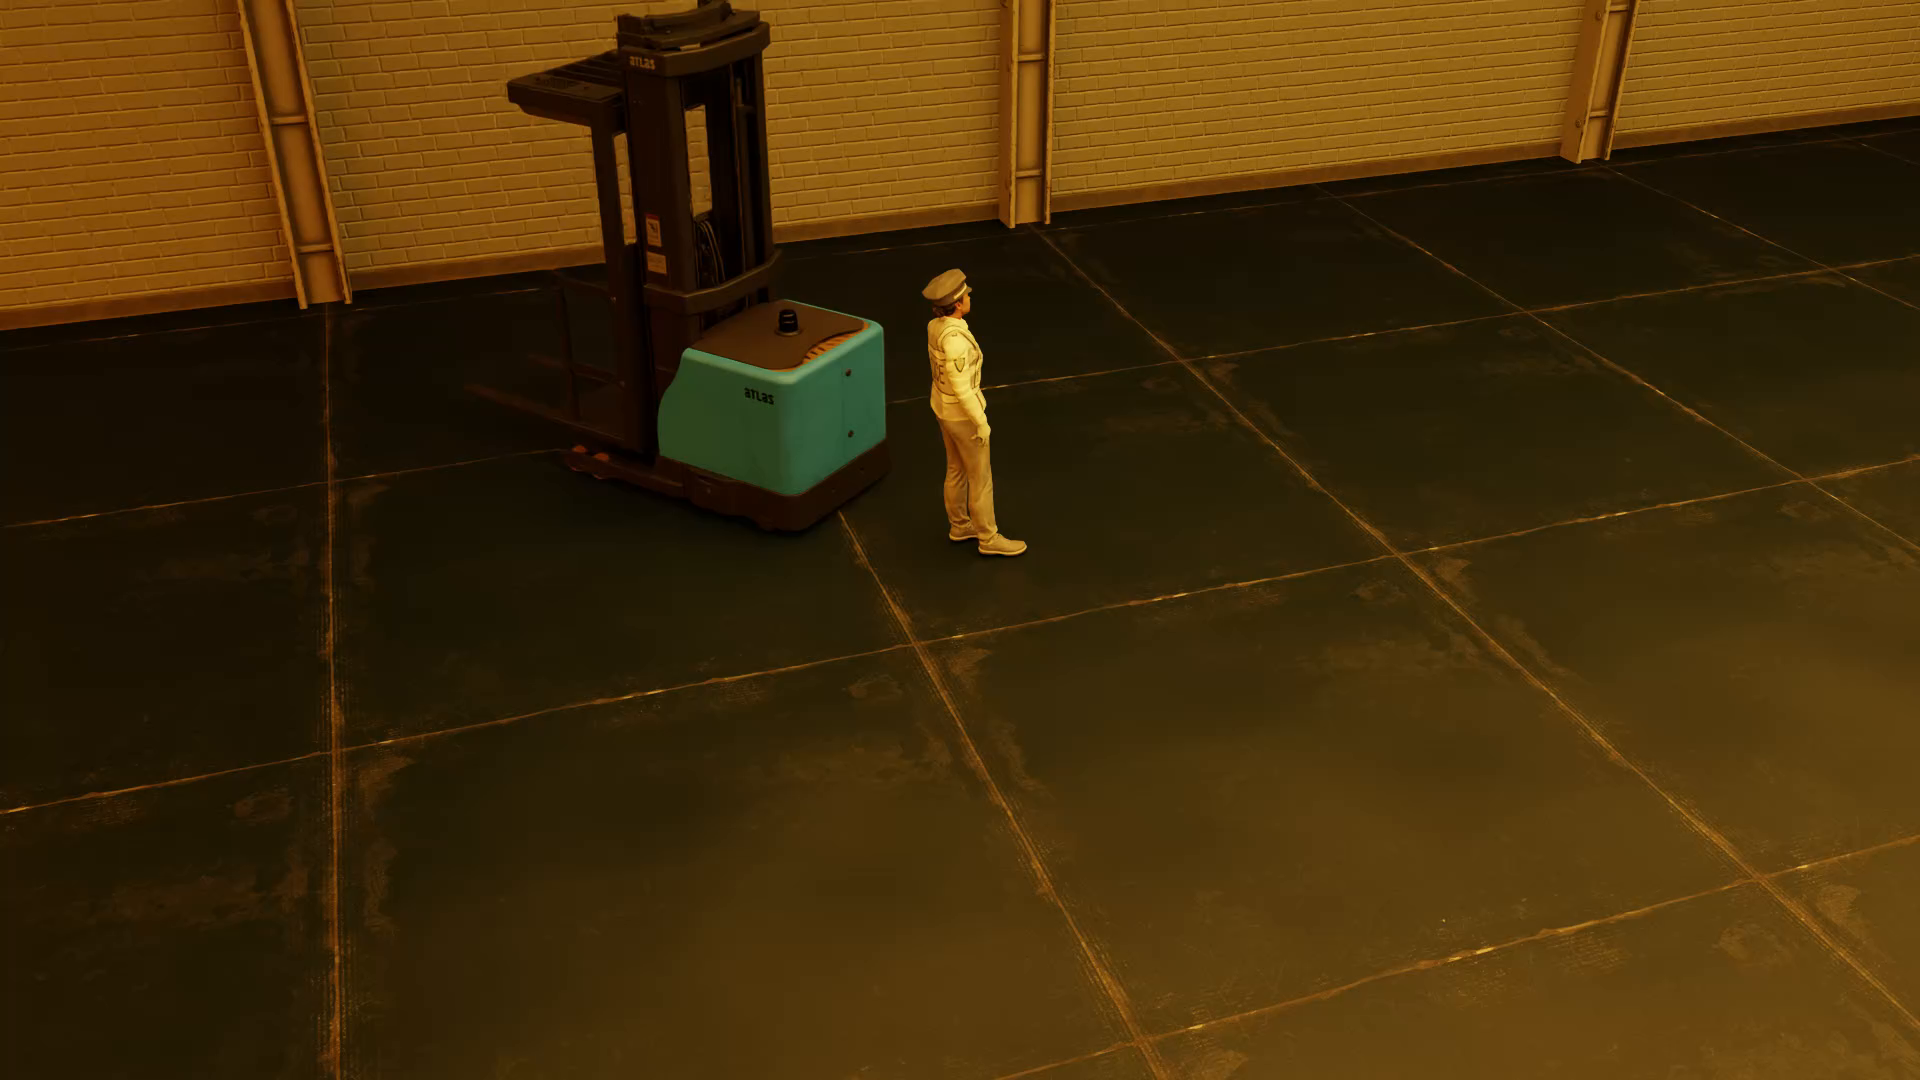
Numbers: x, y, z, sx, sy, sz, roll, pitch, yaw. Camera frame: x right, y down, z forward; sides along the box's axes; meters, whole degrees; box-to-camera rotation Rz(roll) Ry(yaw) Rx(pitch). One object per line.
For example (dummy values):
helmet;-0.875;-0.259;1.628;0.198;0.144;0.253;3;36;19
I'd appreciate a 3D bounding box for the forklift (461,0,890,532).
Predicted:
forklift;-1.971;-1.865;10.328;3.031;2.935;1.130;18;34;28

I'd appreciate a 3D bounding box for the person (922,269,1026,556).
person;0.068;-0.748;9.613;0.529;1.694;0.587;-10;31;-16
